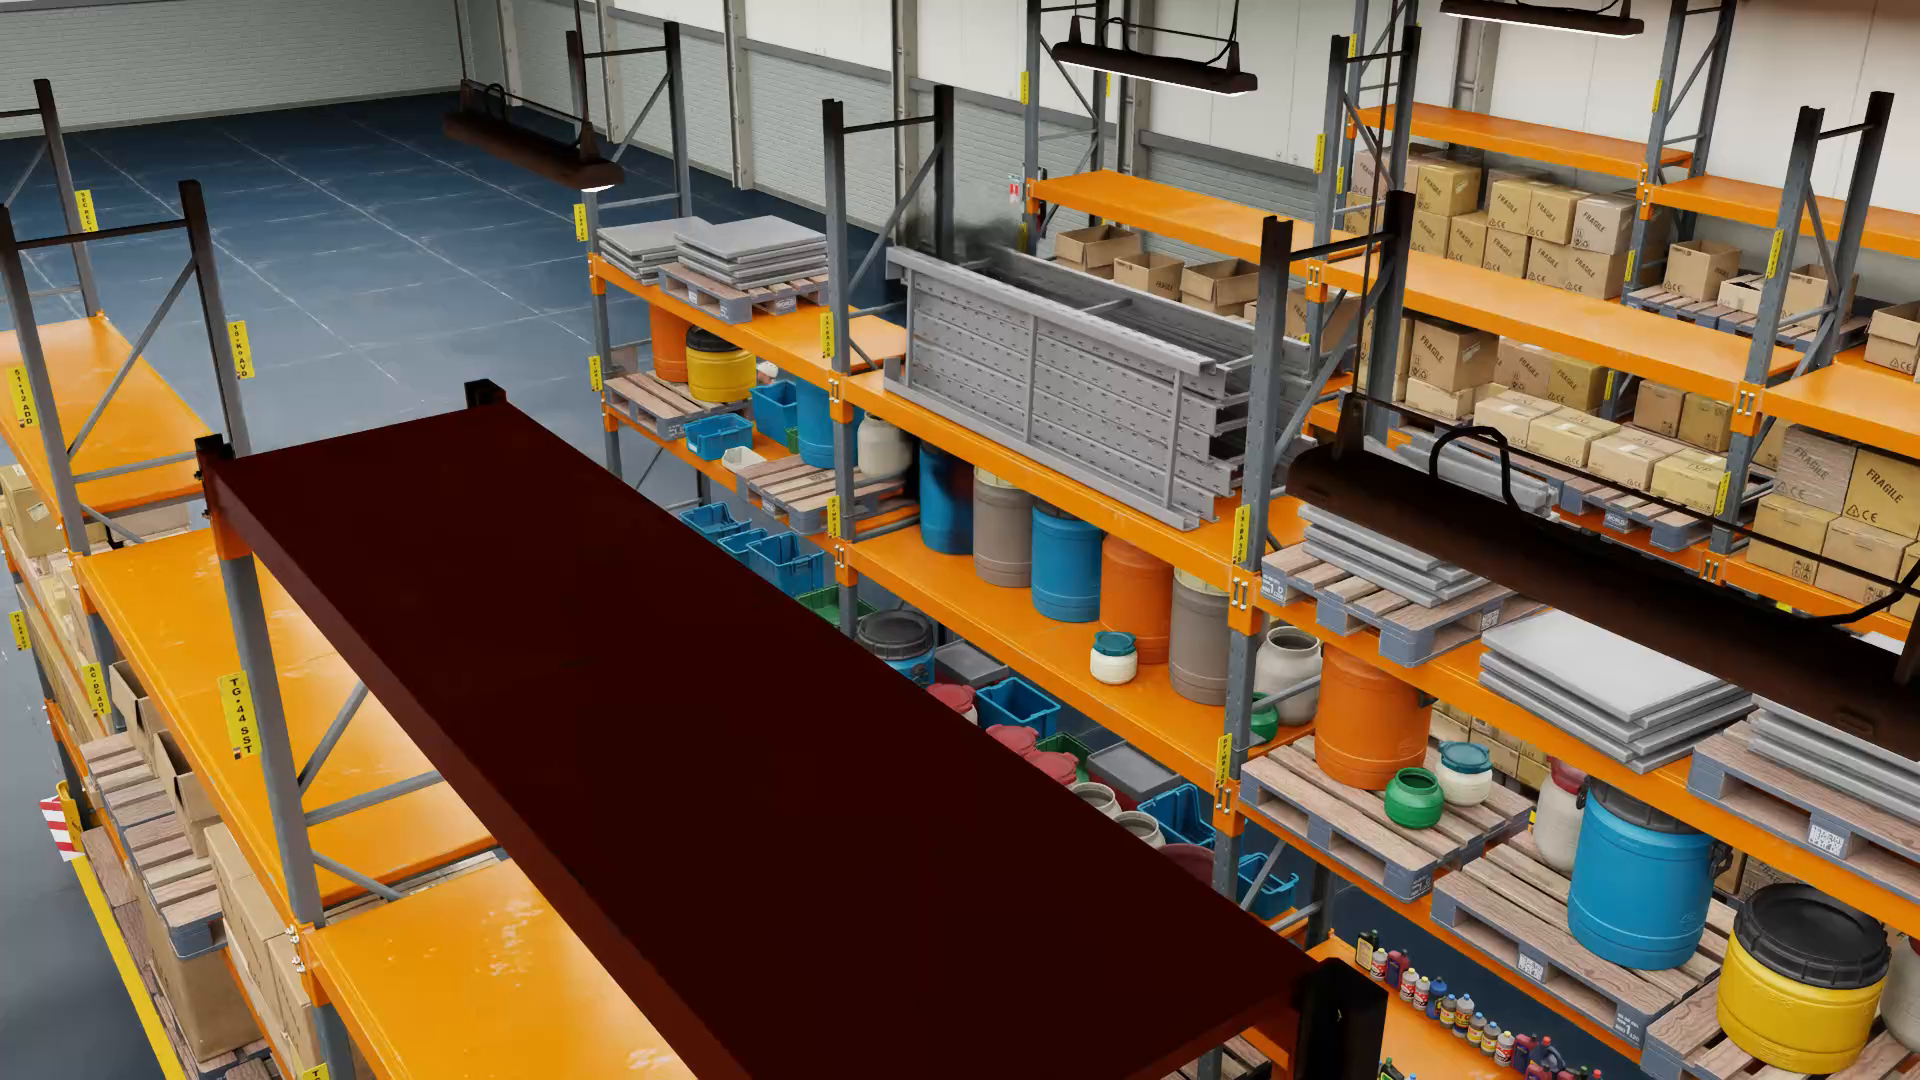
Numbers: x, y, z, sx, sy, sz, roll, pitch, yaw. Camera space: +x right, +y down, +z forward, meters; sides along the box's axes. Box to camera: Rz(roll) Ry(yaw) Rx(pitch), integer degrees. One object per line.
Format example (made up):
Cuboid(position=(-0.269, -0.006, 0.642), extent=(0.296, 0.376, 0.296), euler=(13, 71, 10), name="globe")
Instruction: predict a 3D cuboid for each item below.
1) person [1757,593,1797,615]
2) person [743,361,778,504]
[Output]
Cuboid(position=(7.013, 1.040, 14.688), extent=(0.698, 1.716, 0.606), euler=(-22, 33, -39), name="person")
Cuboid(position=(-2.196, -1.252, 19.603), extent=(0.816, 1.779, 0.646), euler=(-1, 25, -2), name="person")
